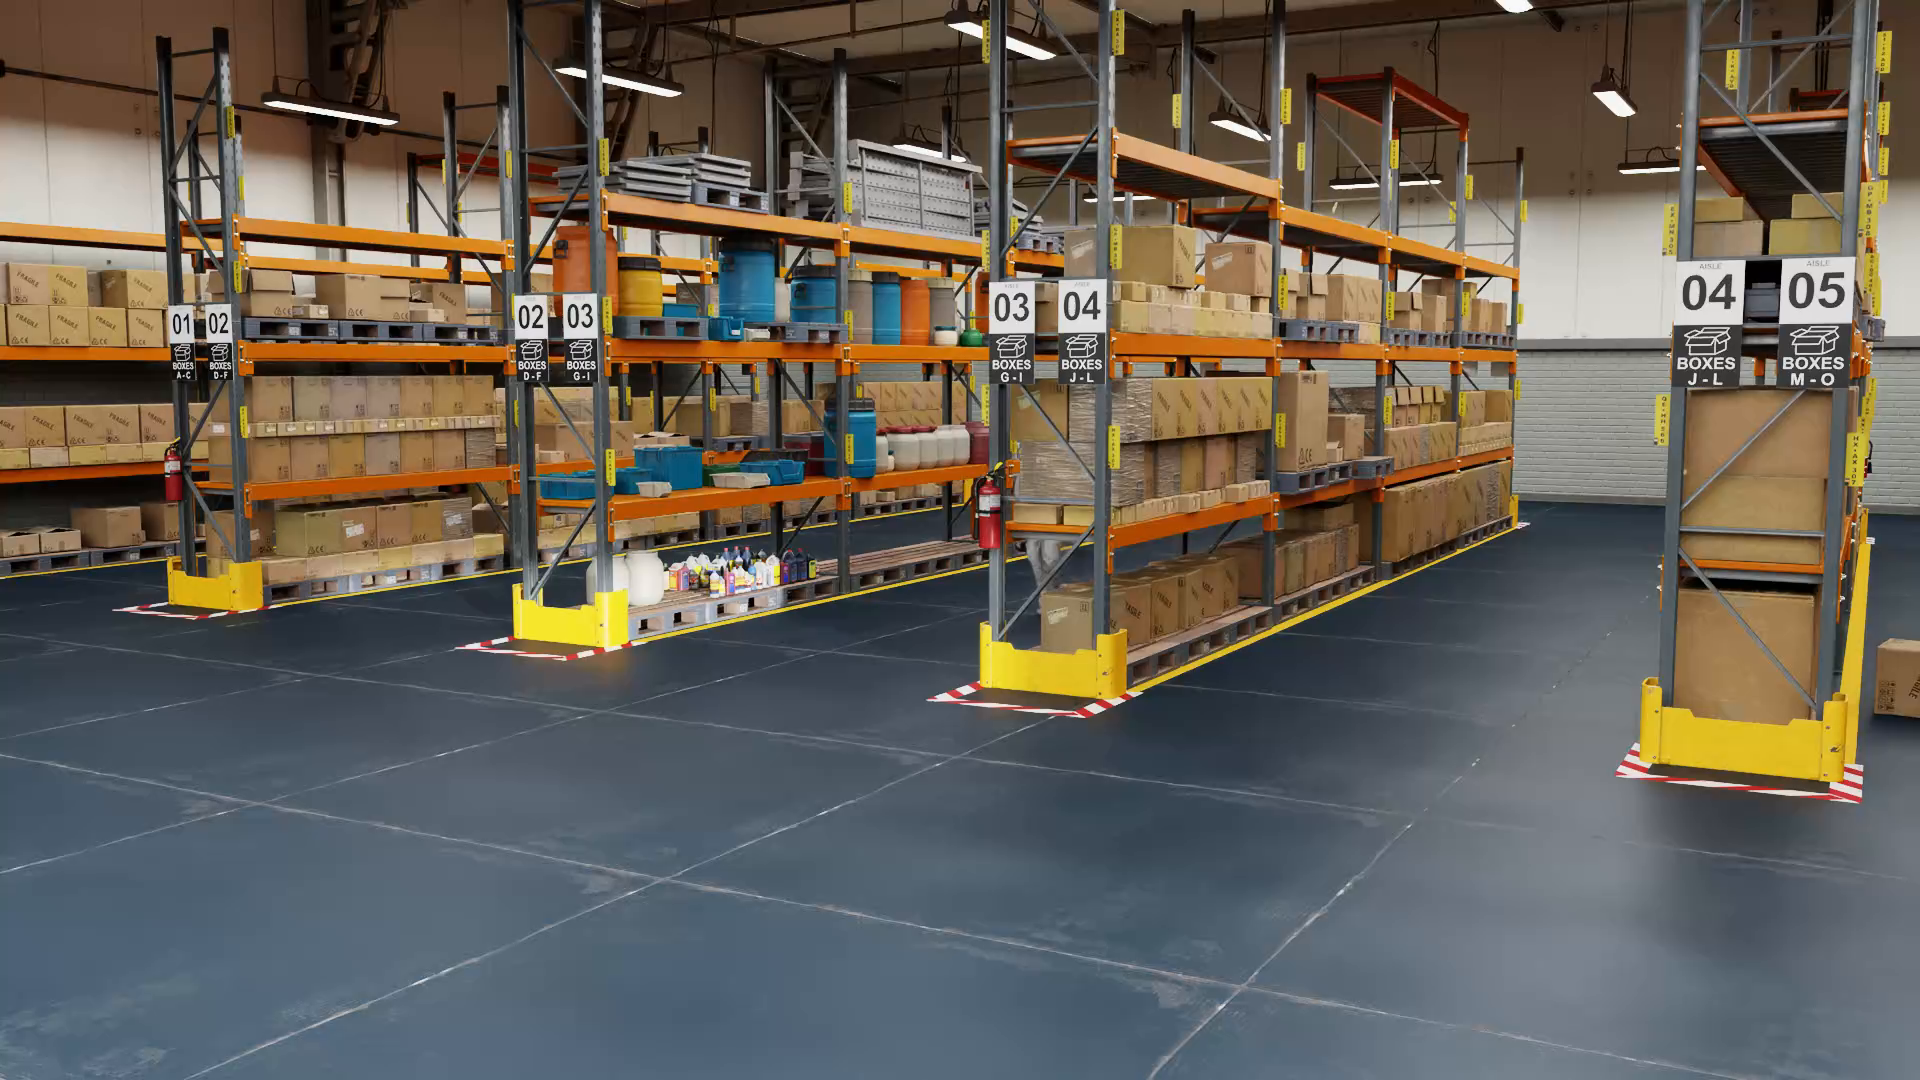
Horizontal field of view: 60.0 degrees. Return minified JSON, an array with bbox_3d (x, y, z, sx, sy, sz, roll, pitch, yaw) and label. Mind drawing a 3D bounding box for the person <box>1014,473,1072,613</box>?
[{"bbox_3d":[0.836,-0.094,16.860,0.594,1.792,0.526,2,6,20],"label":"person"}]
